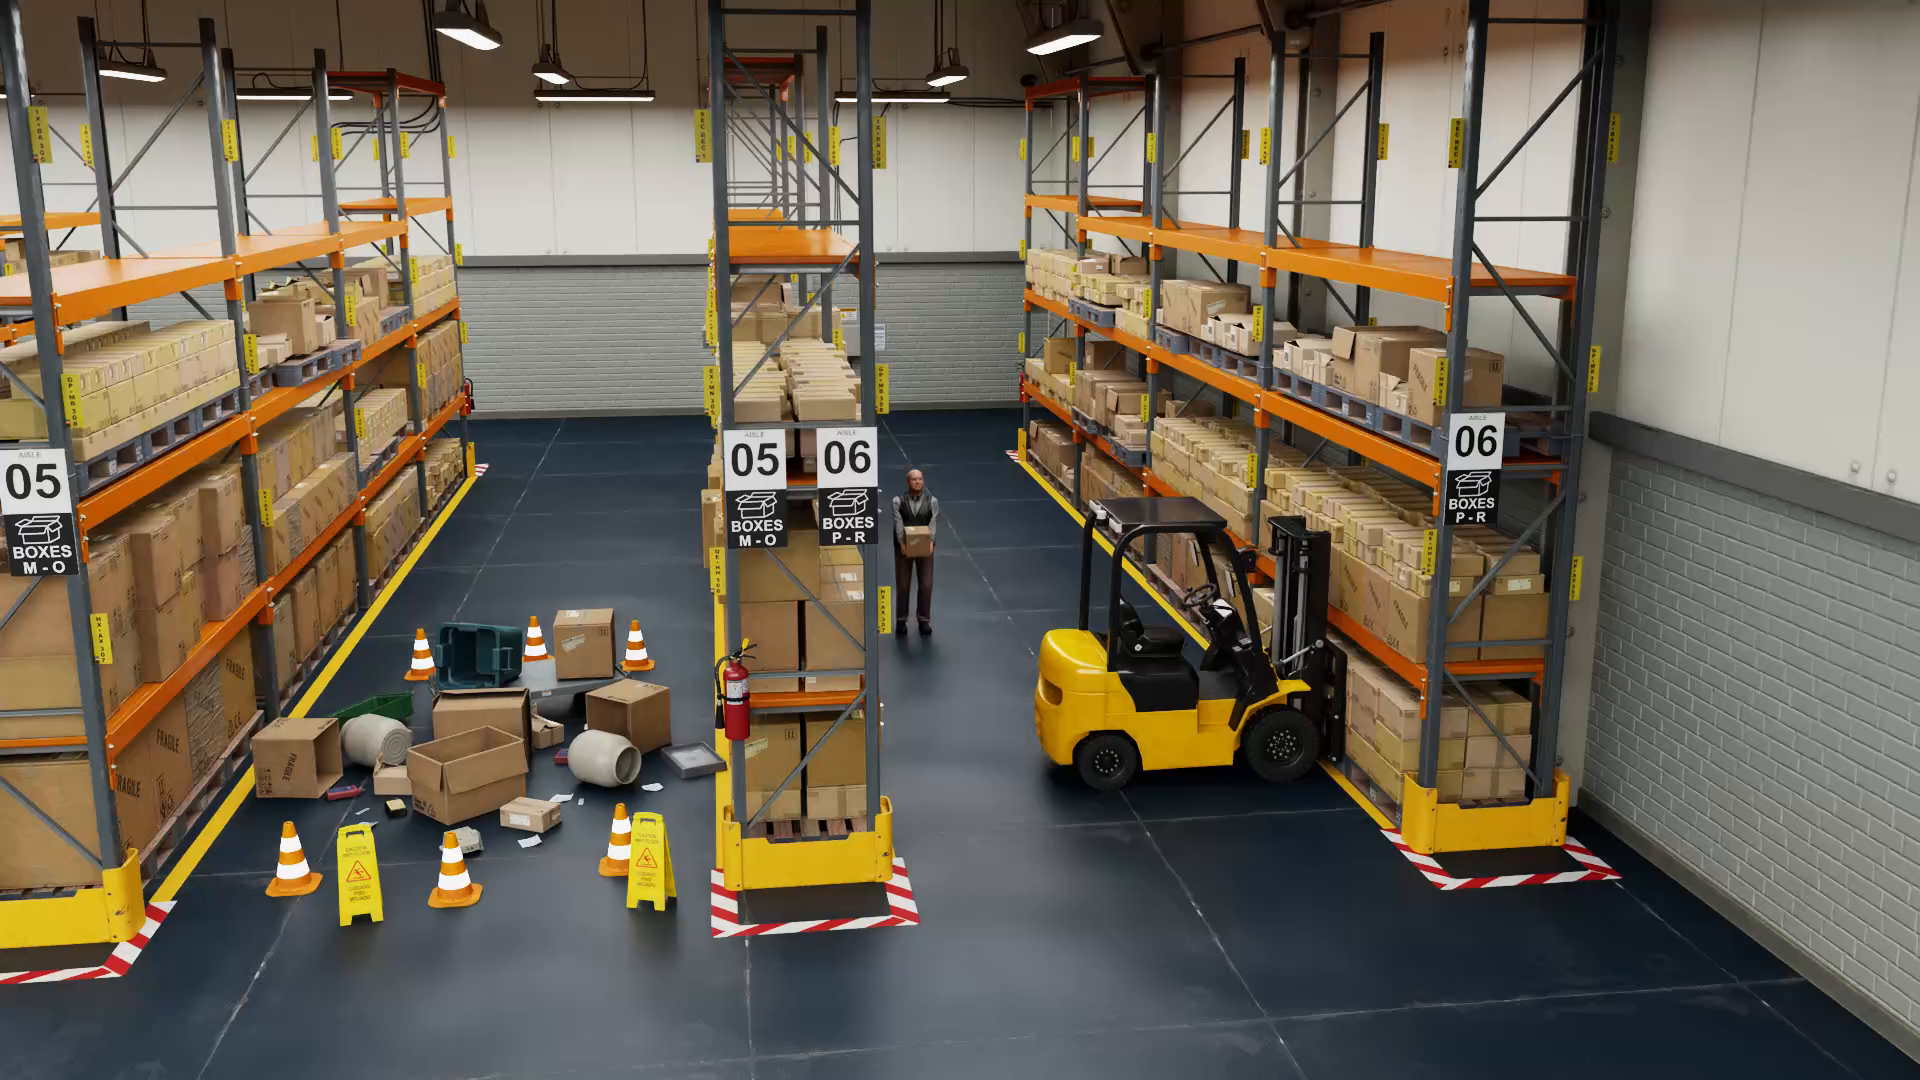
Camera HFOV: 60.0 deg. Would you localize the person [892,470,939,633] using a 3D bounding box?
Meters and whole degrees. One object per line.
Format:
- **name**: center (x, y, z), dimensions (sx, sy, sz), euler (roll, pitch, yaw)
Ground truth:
- **person**: center (-0.456, 0.135, 17.476), dimensions (0.494, 1.712, 0.559), euler (-2, 13, -8)
